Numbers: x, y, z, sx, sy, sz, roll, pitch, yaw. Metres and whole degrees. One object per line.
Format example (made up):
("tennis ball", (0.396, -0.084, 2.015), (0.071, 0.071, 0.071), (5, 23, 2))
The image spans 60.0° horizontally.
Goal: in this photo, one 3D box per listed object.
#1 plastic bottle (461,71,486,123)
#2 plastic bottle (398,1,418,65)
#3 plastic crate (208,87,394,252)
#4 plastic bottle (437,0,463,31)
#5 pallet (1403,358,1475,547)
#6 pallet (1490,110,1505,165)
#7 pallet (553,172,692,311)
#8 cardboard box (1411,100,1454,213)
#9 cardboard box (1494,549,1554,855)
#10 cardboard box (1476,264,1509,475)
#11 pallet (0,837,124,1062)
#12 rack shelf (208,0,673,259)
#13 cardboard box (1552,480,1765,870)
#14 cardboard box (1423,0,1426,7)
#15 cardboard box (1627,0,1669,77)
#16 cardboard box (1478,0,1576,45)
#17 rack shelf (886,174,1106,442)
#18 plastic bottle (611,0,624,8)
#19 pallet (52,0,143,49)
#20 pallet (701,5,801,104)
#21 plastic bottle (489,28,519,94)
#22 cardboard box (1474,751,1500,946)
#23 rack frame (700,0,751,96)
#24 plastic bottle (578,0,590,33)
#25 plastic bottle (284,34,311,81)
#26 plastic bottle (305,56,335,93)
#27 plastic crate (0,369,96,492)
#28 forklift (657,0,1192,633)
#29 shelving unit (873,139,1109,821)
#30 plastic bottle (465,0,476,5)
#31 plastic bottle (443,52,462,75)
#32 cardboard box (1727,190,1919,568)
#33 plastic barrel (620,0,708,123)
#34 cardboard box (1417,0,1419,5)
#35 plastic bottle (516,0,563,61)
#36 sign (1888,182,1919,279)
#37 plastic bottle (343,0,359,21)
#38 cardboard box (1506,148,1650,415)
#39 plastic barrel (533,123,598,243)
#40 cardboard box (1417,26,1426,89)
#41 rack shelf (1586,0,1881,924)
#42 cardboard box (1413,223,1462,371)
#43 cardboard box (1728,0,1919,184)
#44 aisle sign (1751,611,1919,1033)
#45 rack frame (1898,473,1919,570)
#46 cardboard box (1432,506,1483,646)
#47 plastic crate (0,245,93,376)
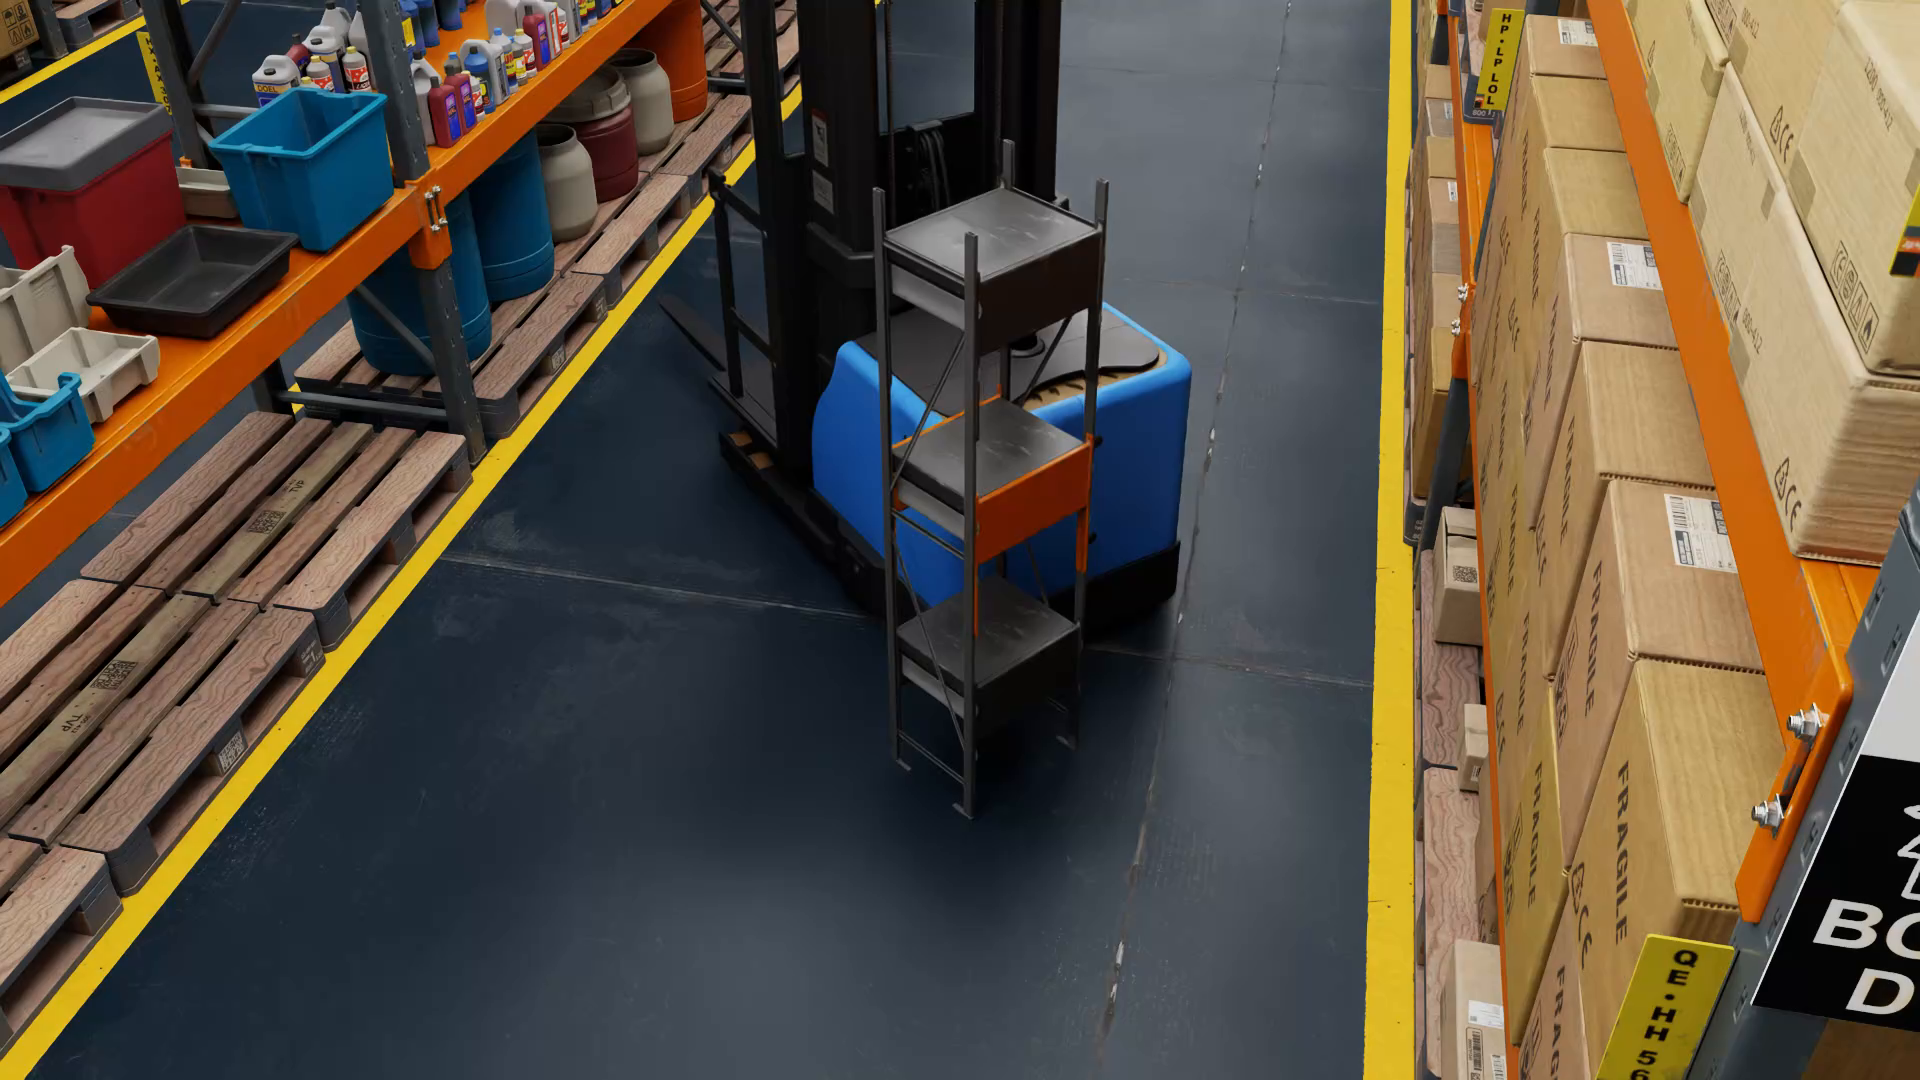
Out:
("plastic bottle", (-2.037, -1.846, 6.910), (0.097, 0.201, 0.097), (0, 36, 0))
("plastic bottle", (-2.511, -2.261, 7.355), (0.144, 0.351, 0.185), (7, 37, 10))
("plastic crate", (-2.334, -1.332, 5.994), (0.392, 0.384, 0.575), (7, 37, 10))
("plastic bottle", (-2.410, -2.543, 7.812), (0.097, 0.271, 0.097), (0, 36, 0))
("pallet", (2.407, -0.344, 7.044), (1.003, 0.211, 1.213), (7, 37, 10))
("pallet", (2.548, -1.368, 6.245), (1.003, 0.211, 1.213), (7, 37, 10))
("pallet", (-2.104, -1.634, 8.825), (1.003, 0.211, 1.213), (7, 37, 10))
("cardboard box", (2.642, -1.935, 8.619), (0.500, 0.500, 0.500), (6, 36, 8))
("cardboard box", (1.465, 0.377, 3.589), (0.500, 0.500, 0.500), (8, 37, 10))
("cardboard box", (1.789, -0.490, 4.785), (0.500, 0.500, 0.500), (8, 37, 11))
("pallet", (-3.208, 1.330, 4.735), (1.003, 0.211, 1.213), (7, 37, 10))
("rack shelf", (-2.141, -2.480, 8.229), (1.077, 0.370, 4.000), (7, 37, 10))
("cardboard box", (1.350, 0.267, 2.888), (0.500, 0.500, 0.500), (8, 37, 11))
("cardboard box", (3.211, -3.498, 10.527), (0.500, 0.311, 0.500), (7, 37, 10))
("cardboard box", (1.602, -1.048, 3.212), (0.500, 0.250, 0.500), (7, 37, 10))
("cardboard box", (2.588, -2.233, 6.832), (0.700, 0.500, 0.500), (-1, 36, -2))
("rack shelf", (0.085, -0.666, 4.710), (0.480, 0.518, 0.431), (-28, 45, -33))
("plastic bottle", (-1.695, -2.748, 8.084), (0.061, 0.283, 0.133), (7, 37, 10))
("pallet", (-6.384, -3.857, 11.892), (1.003, 0.211, 1.213), (7, 37, 10))
("pallet", (-1.510, -3.228, 11.024), (1.003, 0.211, 1.213), (7, 37, 10))
("plastic bottle", (-1.967, -2.063, 7.150), (0.097, 0.271, 0.097), (0, 36, 0))
("cardboard box", (1.874, 0.909, 4.692), (0.797, 0.503, 0.637), (7, 37, 10))
("rack frame", (-1.713, -3.918, 9.600), (1.000, 3.000, 0.127), (7, 37, 10))
("plastic bottle", (-1.798, -2.517, 7.776), (0.097, 0.271, 0.097), (0, 36, 0))
("plastic bottle", (-2.795, -1.982, 7.028), (0.061, 0.283, 0.133), (7, 37, 10))
("plastic bottle", (-2.713, -1.949, 7.053), (0.097, 0.201, 0.097), (0, 36, 0))
("plastic crate", (-2.702, -0.315, 4.720), (0.416, 0.233, 0.300), (7, 37, 10))
("forklift", (-0.375, -1.524, 6.355), (1.130, 2.935, 3.031), (-20, 40, -25))
("shelving unit", (0.085, -0.110, 5.113), (0.503, 2.100, 0.431), (-28, 45, -33))
("plastic bottle", (-2.456, -2.804, 8.105), (0.144, 0.351, 0.185), (7, 37, 10))
("plastic bottle", (-2.144, -1.977, 7.090), (0.097, 0.201, 0.097), (0, 36, 0))
("cardboard box", (1.268, -0.190, 2.028), (0.500, 0.250, 0.500), (7, 37, 10))
("plastic barrel", (-1.801, -2.927, 9.723), (0.600, 0.830, 0.708), (7, 37, 10))
("cardboard box", (3.433, -3.854, 11.497), (0.500, 0.250, 0.500), (6, 36, 9))
("plastic bottle", (-1.899, -2.323, 7.505), (0.152, 0.276, 0.135), (7, 37, 10))
("sign", (0.878, -0.362, 1.384), (0.100, 0.325, 0.005), (7, 37, 10))
("plastic bottle", (-2.652, -2.279, 7.380), (0.144, 0.351, 0.185), (7, 37, 10))
("cardboard box", (1.675, -0.622, 4.114), (0.500, 0.500, 0.500), (6, 36, 9))
("plastic barrel", (-2.076, -1.816, 8.461), (0.421, 0.512, 0.421), (0, 36, 0))
("cardboard box", (3.106, -2.980, 10.290), (0.500, 0.250, 0.500), (7, 37, 9))
("rack shelf", (1.843, -0.778, 3.325), (1.077, 0.370, 4.000), (7, 37, 10))
("cardboard box", (2.317, -1.056, 7.406), (0.500, 0.500, 0.500), (8, 37, 11))
("cardboard box", (1.383, -0.678, 2.275), (0.500, 0.250, 0.500), (7, 37, 10))
("aisle sign", (1.102, 0.240, 1.648), (0.394, 0.787, 0.004), (7, 37, 10))
("rack frame", (1.416, -1.137, 0.651), (1.000, 3.000, 0.127), (7, 37, 10))
("cardboard box", (1.969, 0.122, 5.941), (0.500, 0.311, 0.500), (7, 37, 10))
("plastic crate", (-3.074, -0.749, 5.277), (0.437, 0.282, 0.530), (7, 37, 10))
